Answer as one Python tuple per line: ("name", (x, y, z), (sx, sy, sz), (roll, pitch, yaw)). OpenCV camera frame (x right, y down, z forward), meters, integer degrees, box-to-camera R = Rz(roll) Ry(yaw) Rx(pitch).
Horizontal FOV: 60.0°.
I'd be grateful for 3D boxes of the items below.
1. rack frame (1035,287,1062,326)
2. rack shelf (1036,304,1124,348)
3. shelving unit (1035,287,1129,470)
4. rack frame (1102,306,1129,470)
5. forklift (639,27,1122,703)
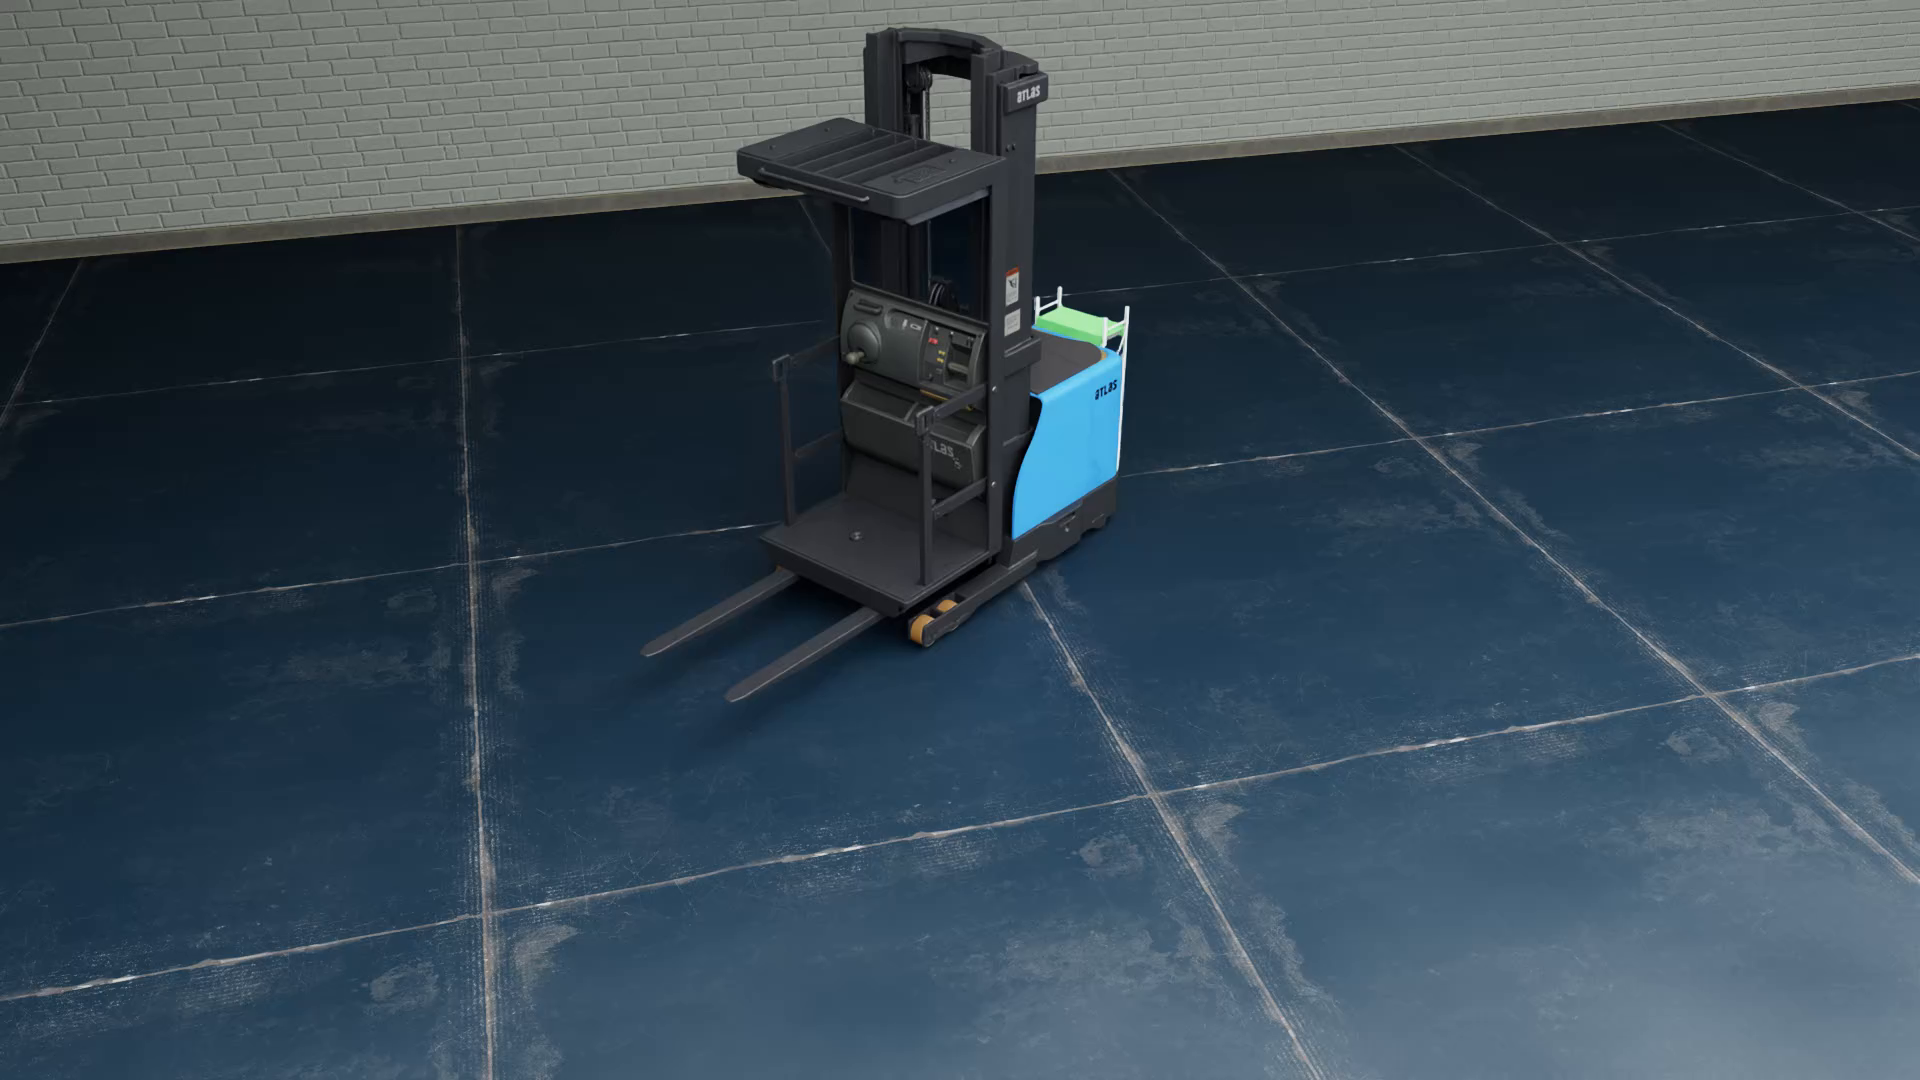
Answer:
("rack frame", (0.522, -0.952, 10.191), (0.015, 1.200, 0.240), (22, 36, 33))
("rack shelf", (0.715, -1.237, 9.853), (0.480, 0.148, 0.258), (22, 36, 33))
("shelving unit", (0.711, -0.874, 10.057), (0.503, 1.200, 0.258), (22, 36, 33))
("rack frame", (0.899, -0.796, 9.922), (0.015, 1.200, 0.240), (22, 36, 33))
("forklift", (-0.387, -0.989, 8.533), (1.130, 2.935, 3.031), (22, 37, 33))
